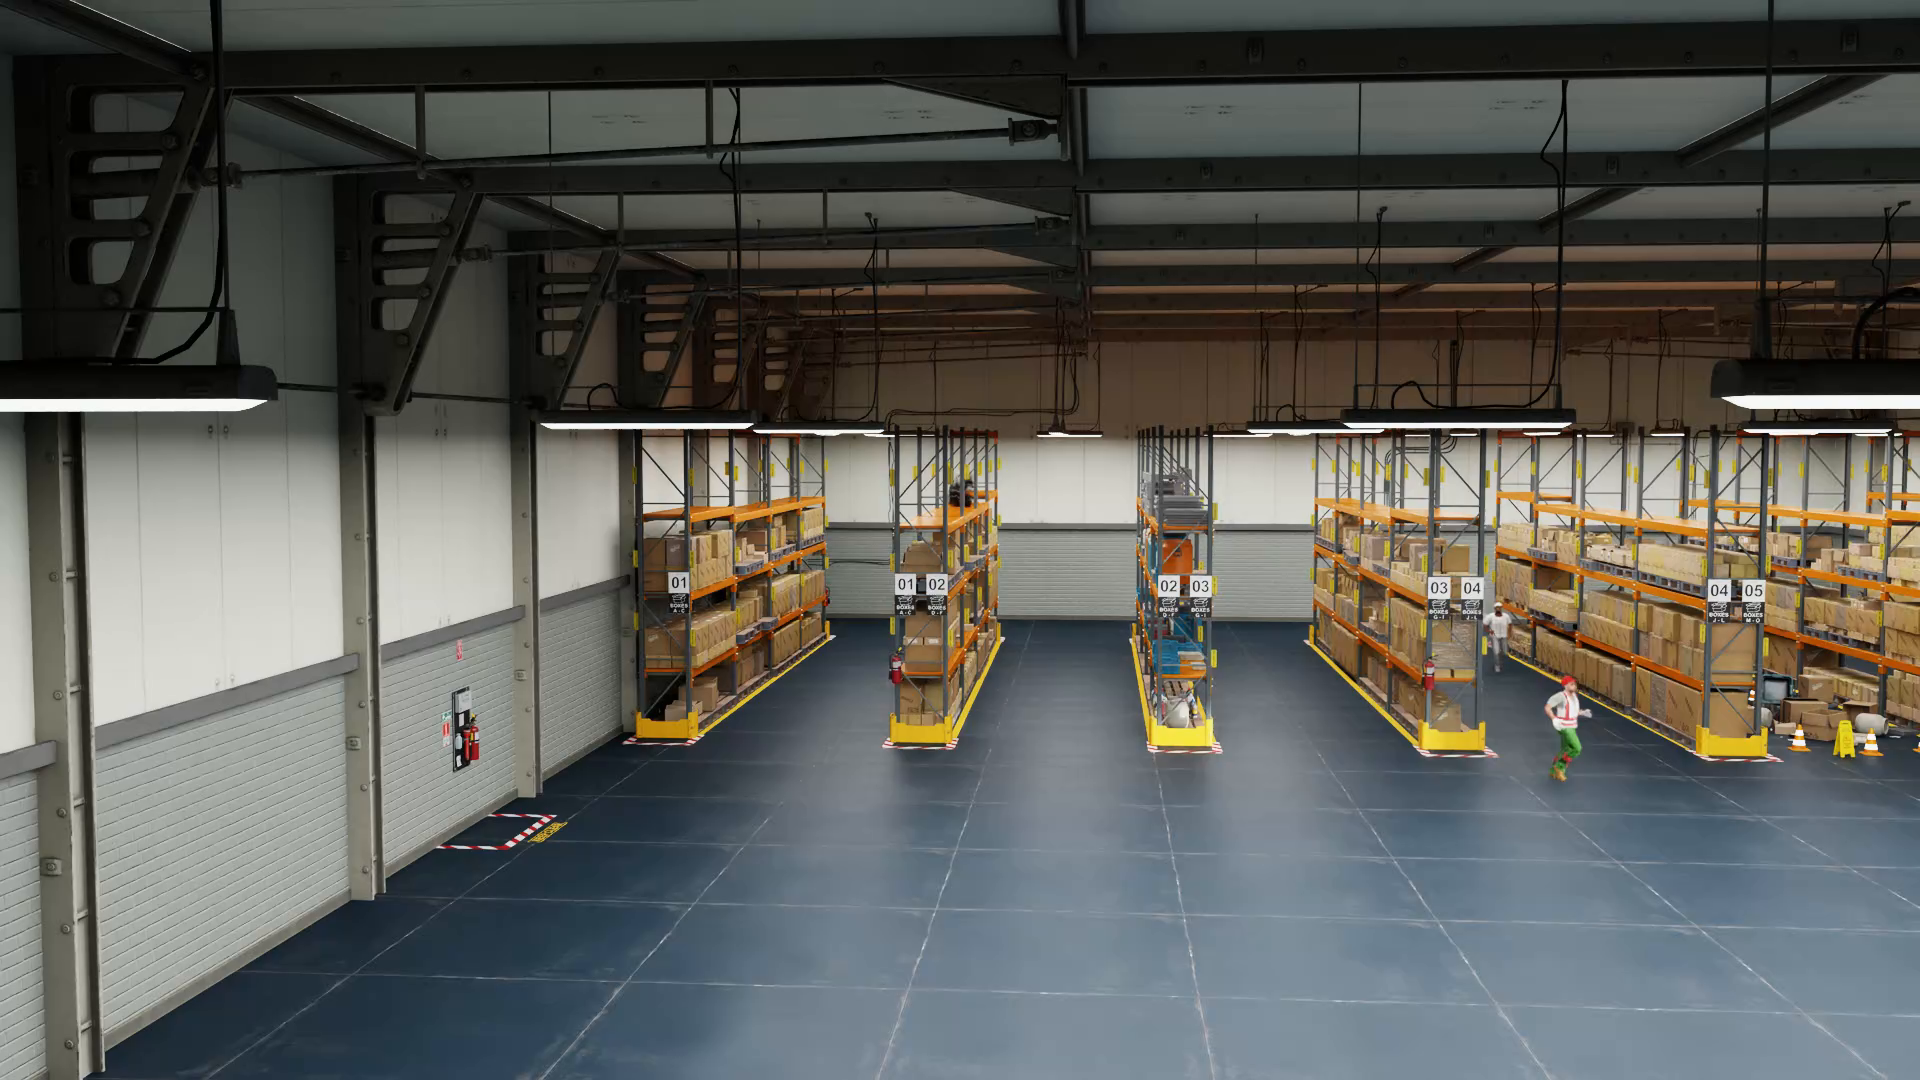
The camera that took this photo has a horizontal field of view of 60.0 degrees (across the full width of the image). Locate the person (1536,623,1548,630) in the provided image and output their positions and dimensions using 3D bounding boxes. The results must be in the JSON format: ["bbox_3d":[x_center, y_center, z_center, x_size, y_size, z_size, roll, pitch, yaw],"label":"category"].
[{"bbox_3d":[16.437,2.120,46.950,0.537,1.533,0.585,-2,4,-35],"label":"person"}]

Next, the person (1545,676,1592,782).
[{"bbox_3d":[10.225,3.160,27.881,0.624,1.770,0.667,-3,5,-42],"label":"person"}]

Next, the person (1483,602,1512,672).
[{"bbox_3d":[13.308,2.397,41.141,0.743,1.722,0.601,0,3,2],"label":"person"}]
